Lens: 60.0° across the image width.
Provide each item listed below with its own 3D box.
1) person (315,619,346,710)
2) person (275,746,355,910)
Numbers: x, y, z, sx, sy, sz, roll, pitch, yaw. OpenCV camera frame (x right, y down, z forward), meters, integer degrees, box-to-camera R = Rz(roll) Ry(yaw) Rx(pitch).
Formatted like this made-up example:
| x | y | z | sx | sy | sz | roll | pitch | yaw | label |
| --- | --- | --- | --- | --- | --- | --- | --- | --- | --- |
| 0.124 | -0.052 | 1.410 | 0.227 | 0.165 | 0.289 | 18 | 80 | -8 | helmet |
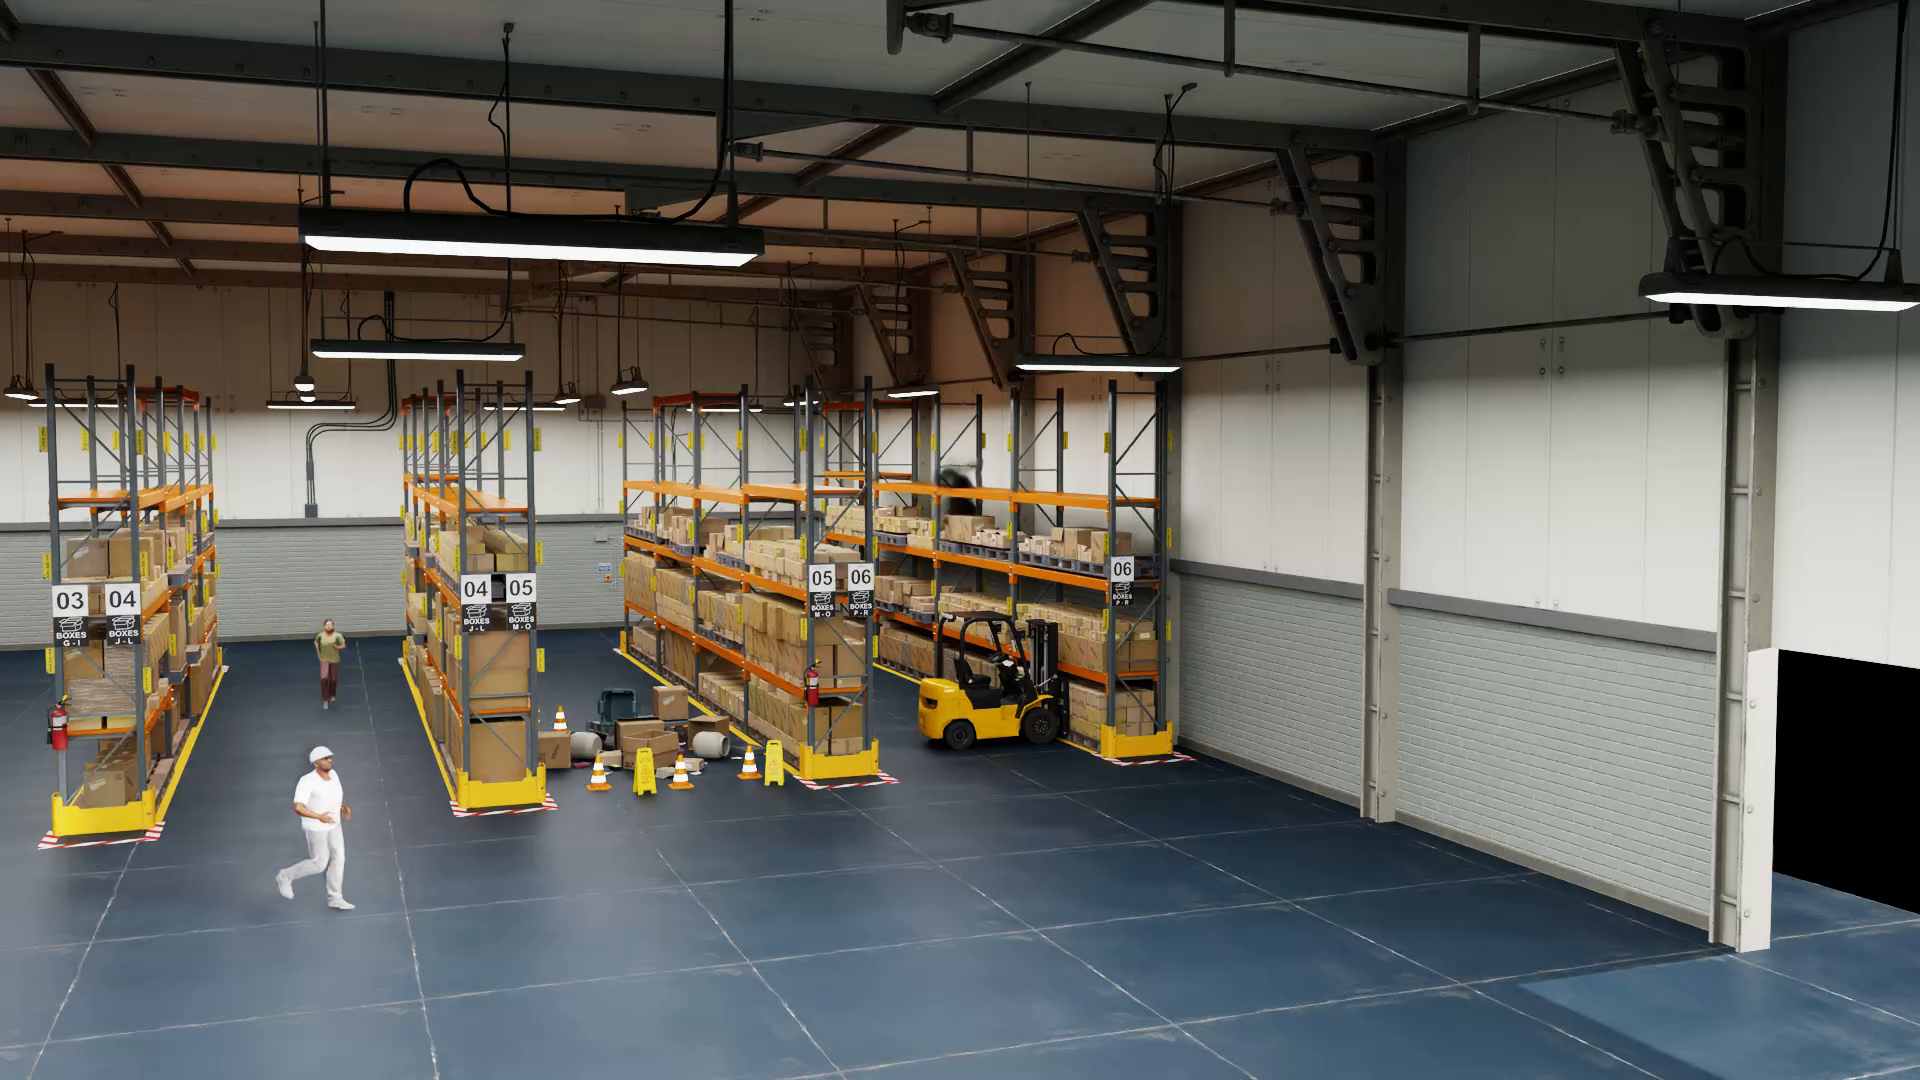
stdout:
| x | y | z | sx | sy | sz | roll | pitch | yaw | label |
| --- | --- | --- | --- | --- | --- | --- | --- | --- | --- |
| -11.935 | 2.340 | 31.548 | 0.556 | 1.708 | 0.787 | -1 | 4 | -21 | person |
| -6.913 | 3.091 | 17.918 | 0.854 | 1.760 | 0.708 | 1 | 3 | 16 | person |
